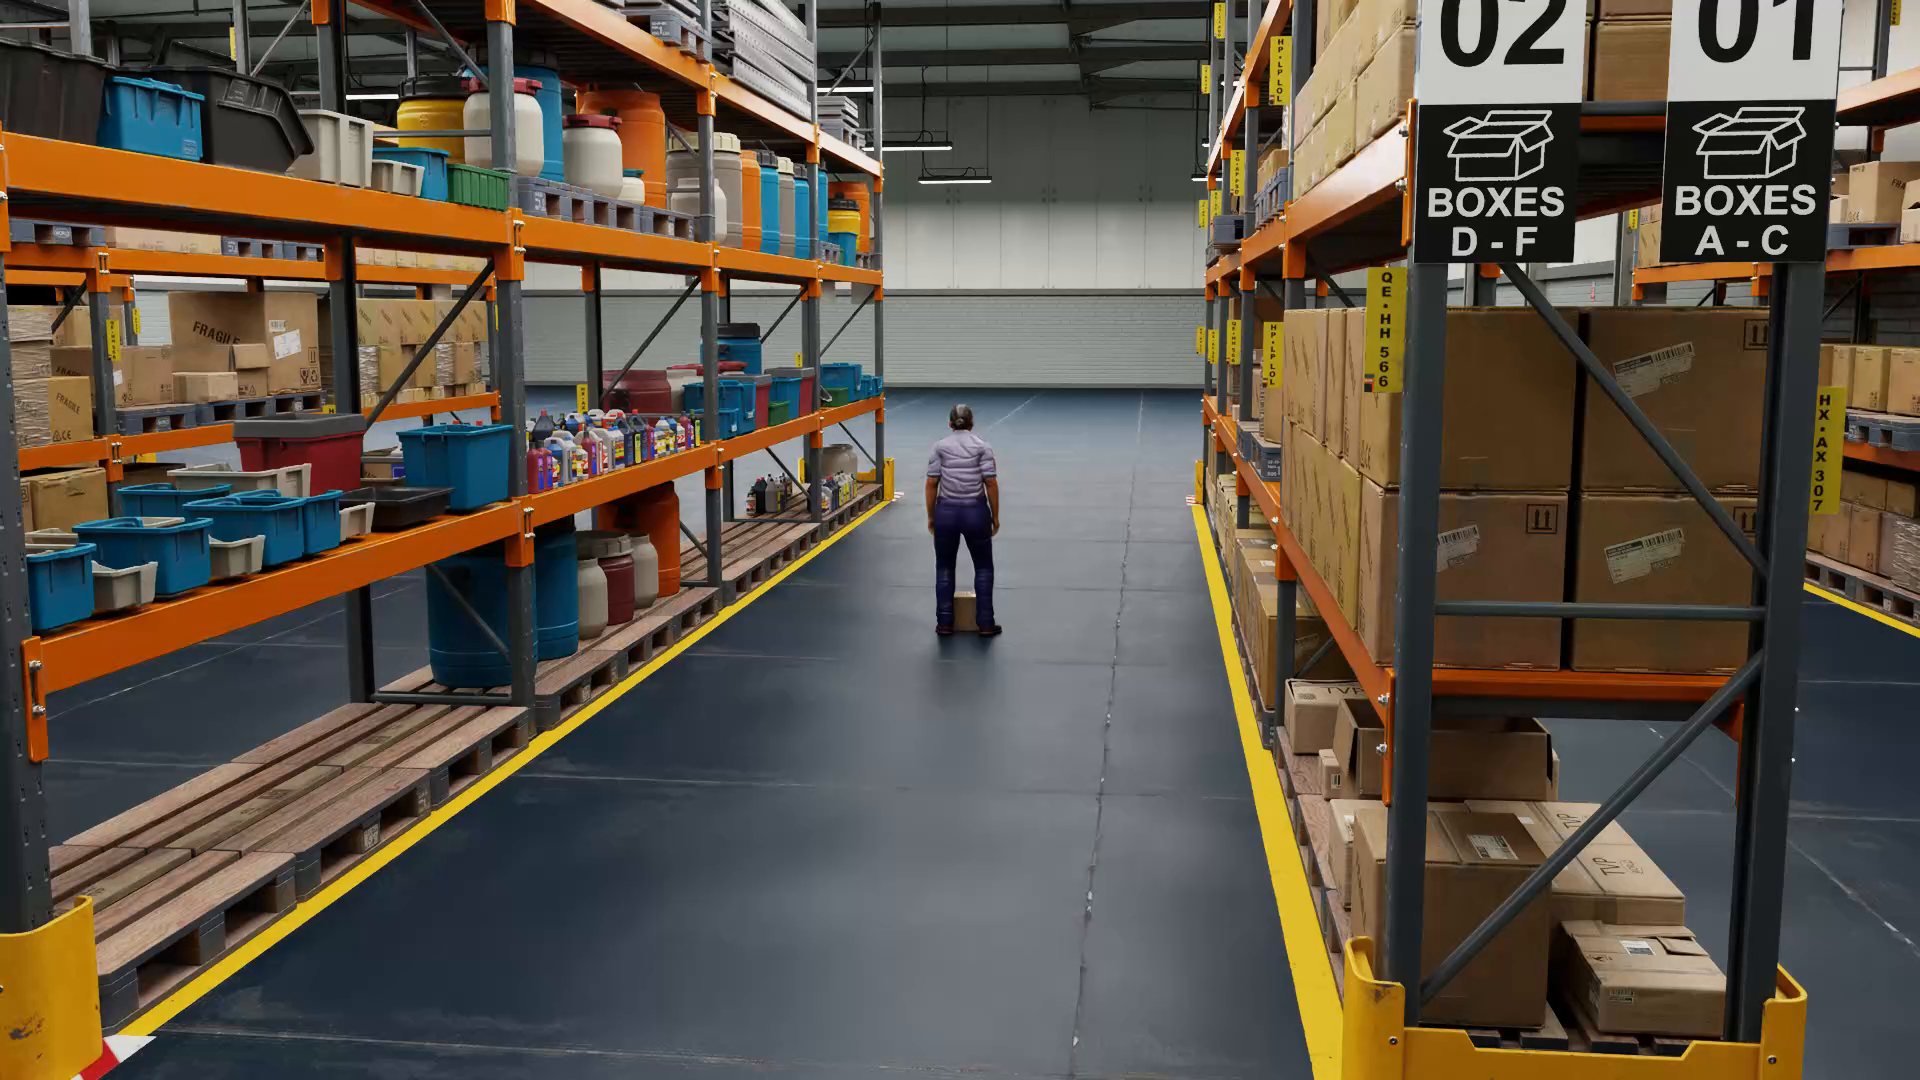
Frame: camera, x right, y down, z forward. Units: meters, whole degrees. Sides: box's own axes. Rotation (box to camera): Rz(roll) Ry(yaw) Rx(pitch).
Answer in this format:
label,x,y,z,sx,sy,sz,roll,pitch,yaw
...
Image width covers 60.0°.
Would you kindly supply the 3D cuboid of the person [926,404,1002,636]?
label,x,y,z,sx,sy,sz,roll,pitch,yaw
person,0.026,-0.141,11.871,0.538,1.652,0.371,1,8,7
